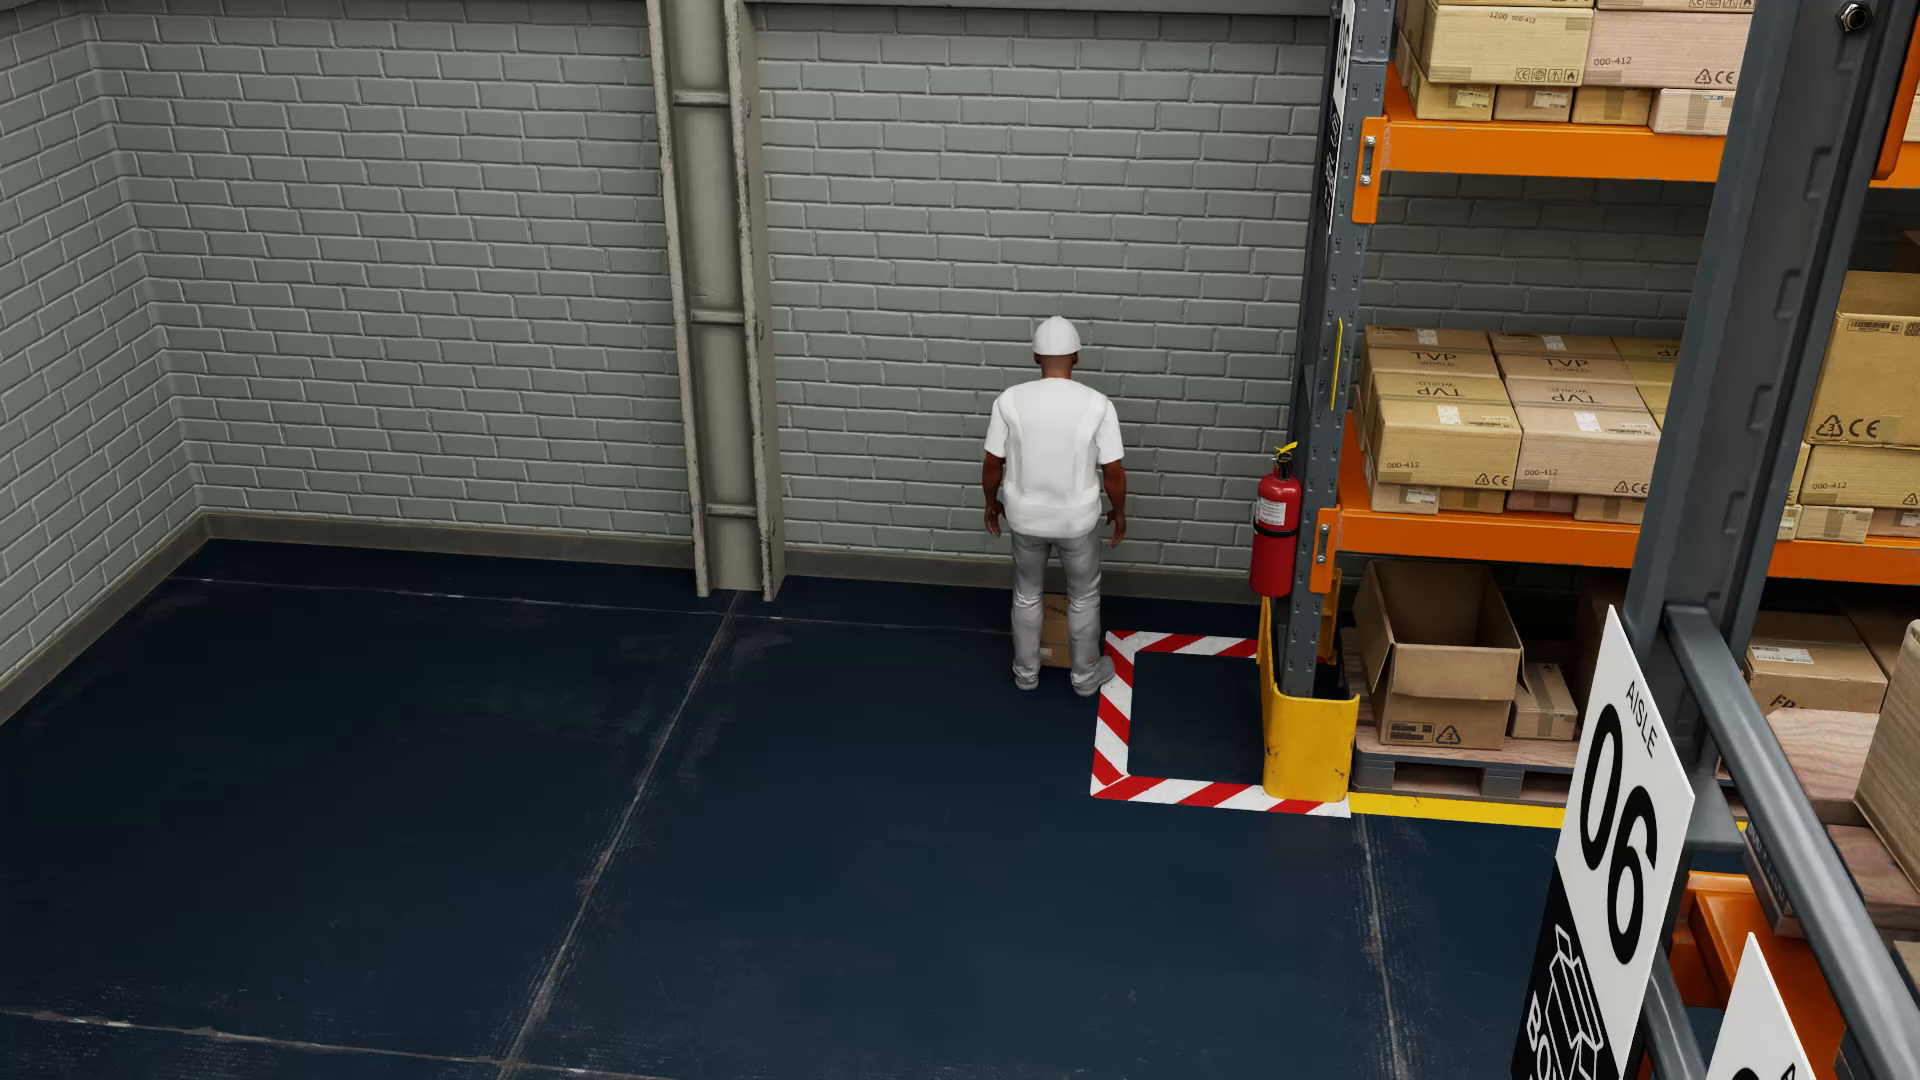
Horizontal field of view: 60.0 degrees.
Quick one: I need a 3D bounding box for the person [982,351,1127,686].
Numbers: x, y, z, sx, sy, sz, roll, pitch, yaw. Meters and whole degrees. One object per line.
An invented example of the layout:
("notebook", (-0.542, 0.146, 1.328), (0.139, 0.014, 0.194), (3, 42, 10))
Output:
("person", (0.418, -0.142, 7.342), (0.637, 1.662, 0.356), (6, 29, 11))
